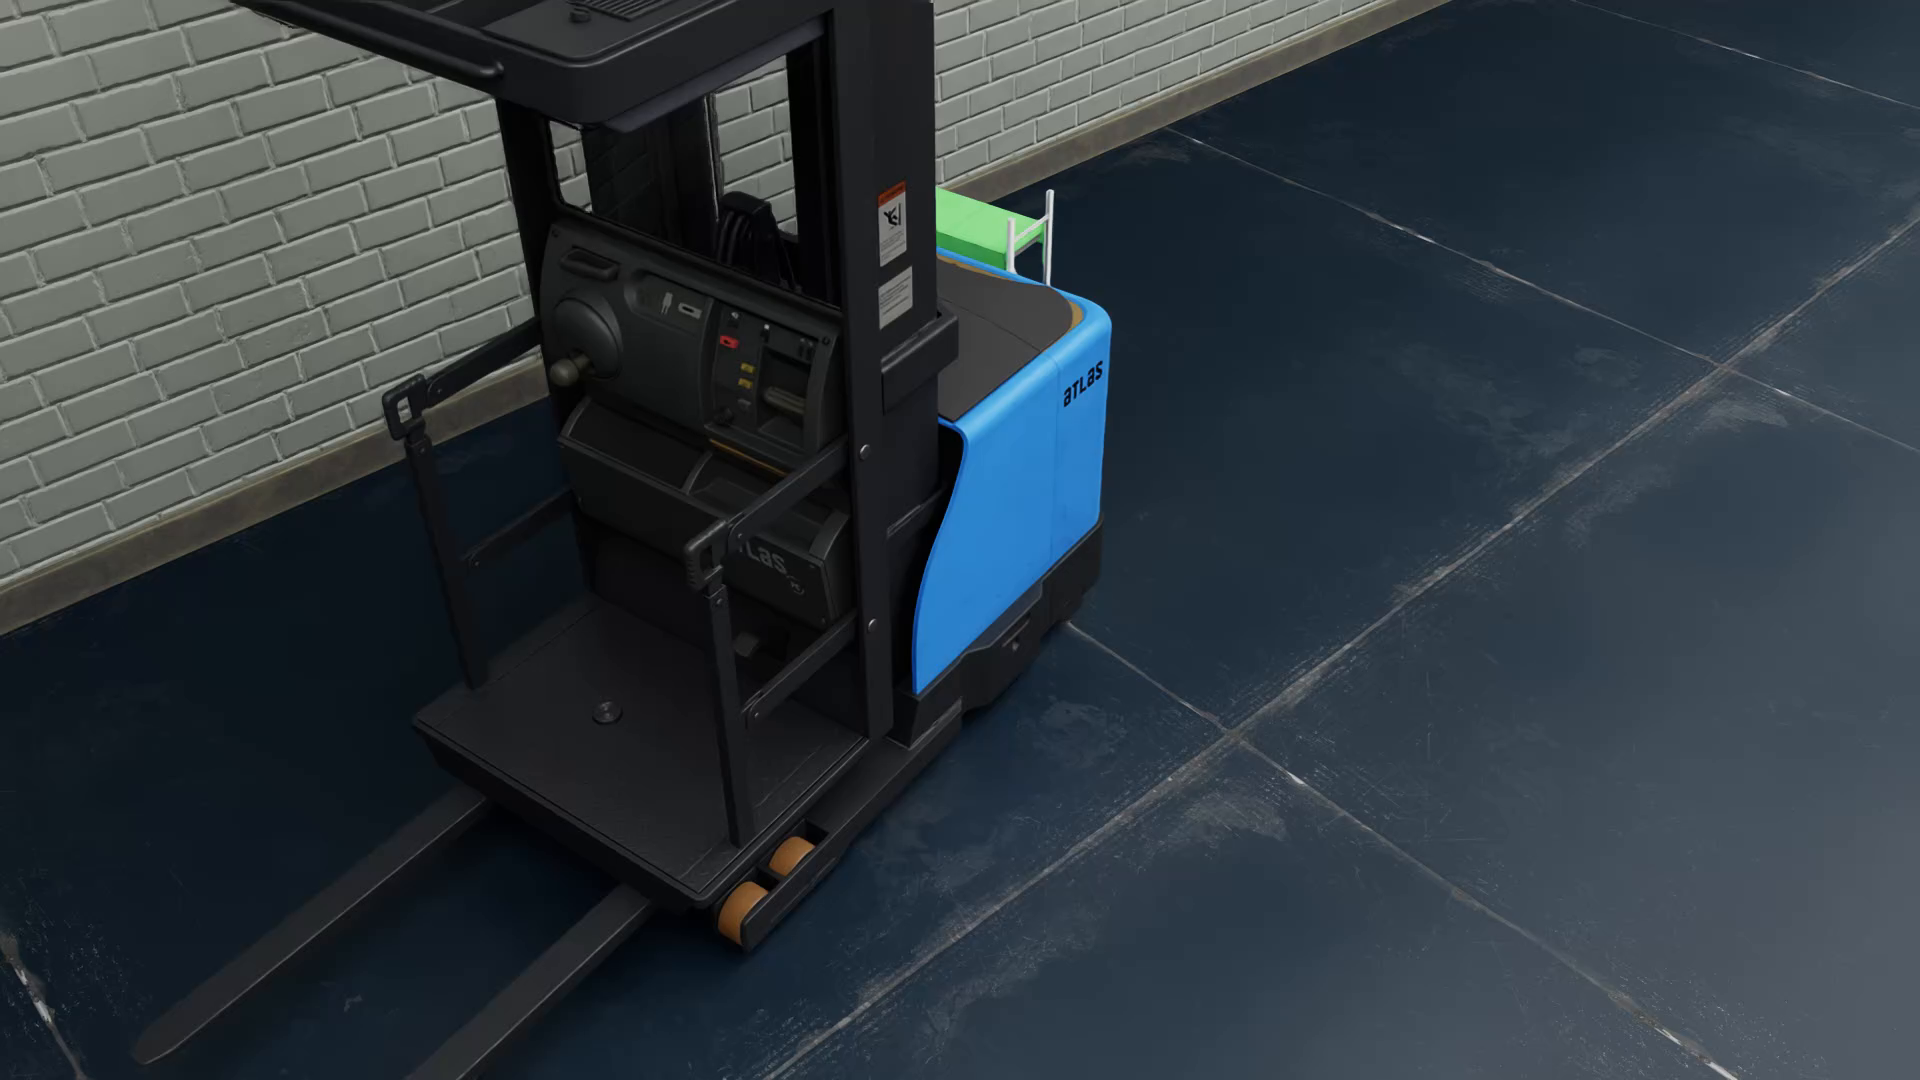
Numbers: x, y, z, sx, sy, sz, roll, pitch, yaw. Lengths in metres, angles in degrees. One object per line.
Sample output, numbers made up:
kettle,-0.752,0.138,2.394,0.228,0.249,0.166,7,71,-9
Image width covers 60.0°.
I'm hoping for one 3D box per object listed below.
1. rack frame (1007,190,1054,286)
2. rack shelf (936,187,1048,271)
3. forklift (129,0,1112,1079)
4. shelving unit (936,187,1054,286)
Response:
rack frame,0.218,-0.565,5.494,0.015,1.200,0.240,24,45,26
rack shelf,0.018,-0.976,5.342,0.480,0.148,0.258,24,45,26
forklift,-0.802,-0.413,3.929,1.130,2.935,3.031,24,45,27
shelving unit,0.018,-0.653,5.603,0.503,1.200,0.258,24,45,26
